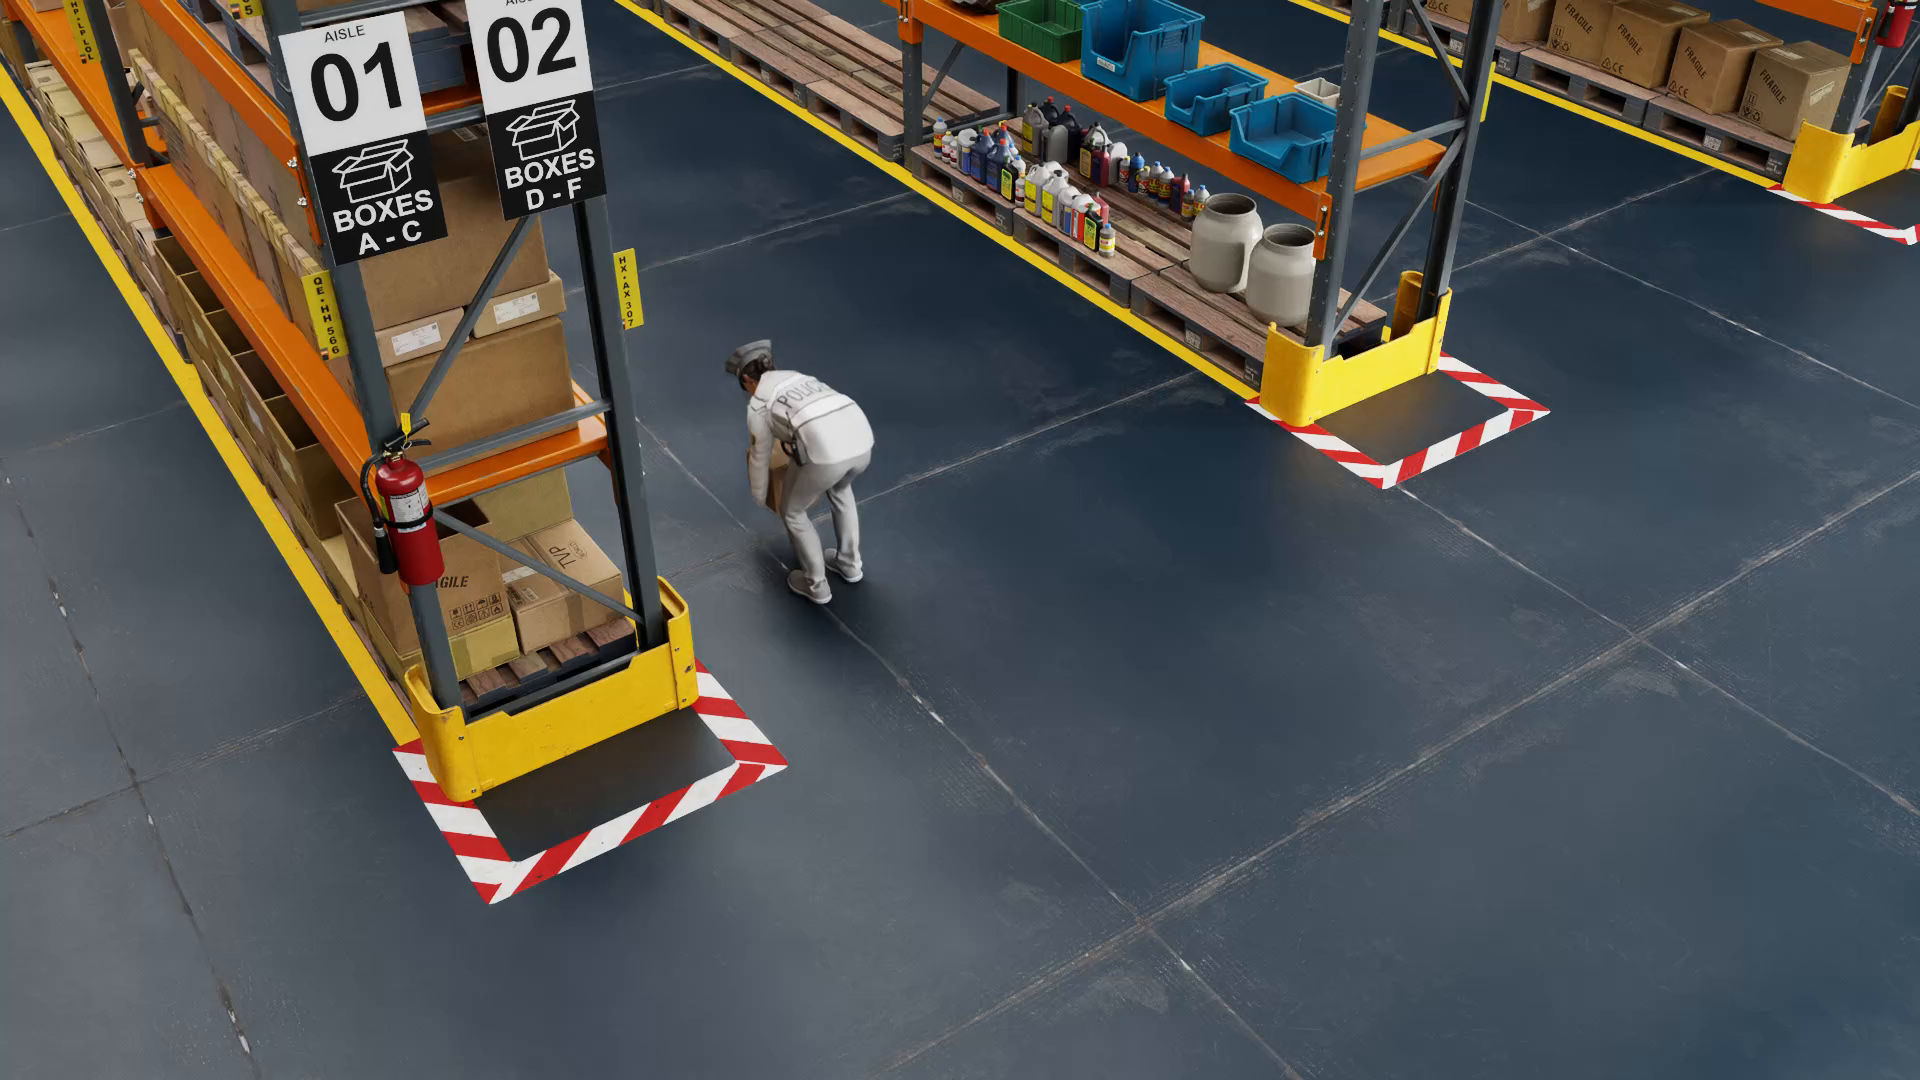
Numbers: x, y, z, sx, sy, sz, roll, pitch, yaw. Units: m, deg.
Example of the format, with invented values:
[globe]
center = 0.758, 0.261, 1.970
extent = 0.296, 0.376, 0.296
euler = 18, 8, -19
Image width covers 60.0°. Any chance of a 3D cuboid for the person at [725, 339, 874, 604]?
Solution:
[person]
center = -0.772, -0.335, 7.921
extent = 0.408, 1.108, 0.926
euler = -26, 44, -31
